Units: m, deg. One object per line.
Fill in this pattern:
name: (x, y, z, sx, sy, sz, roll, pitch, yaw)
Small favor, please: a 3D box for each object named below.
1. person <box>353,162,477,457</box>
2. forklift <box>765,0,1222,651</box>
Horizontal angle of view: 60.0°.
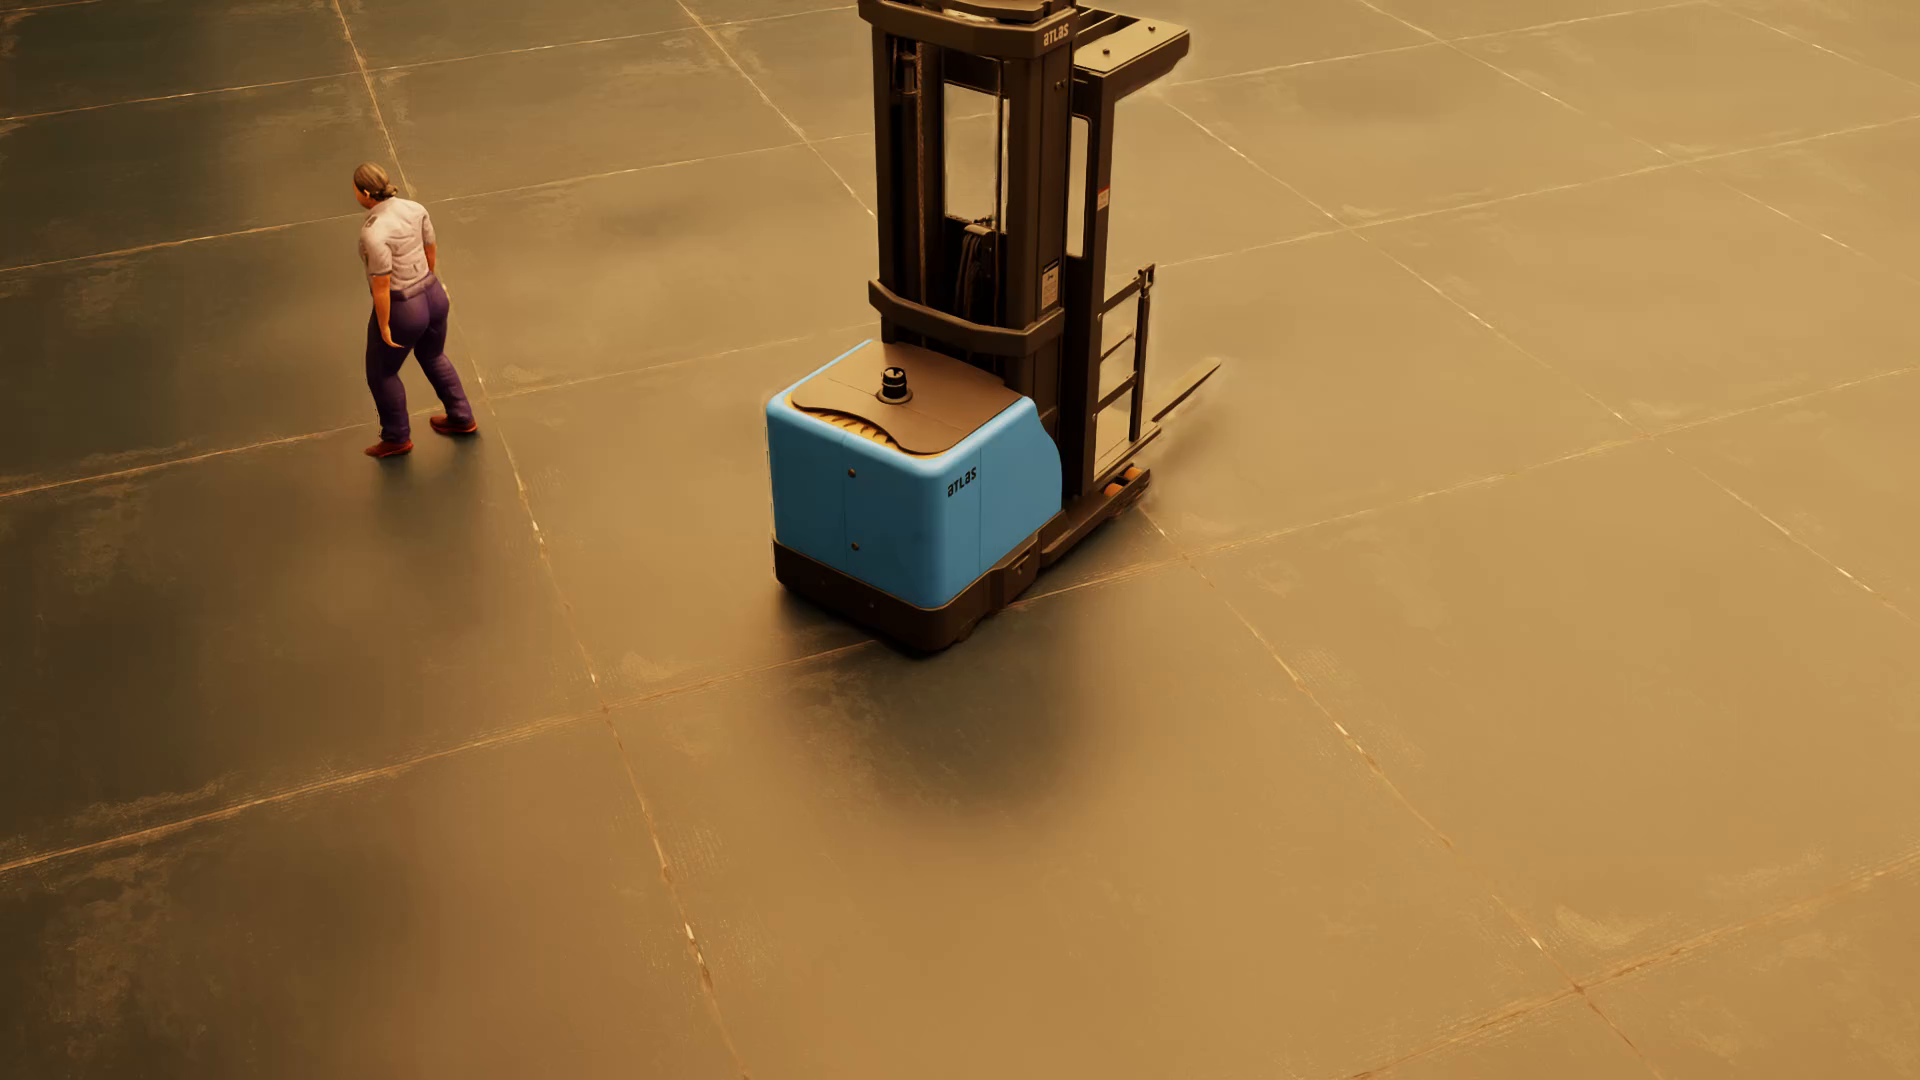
person: (-3.036, -1.244, 9.000, 0.492, 1.678, 0.581, 12, 37, 17)
forklift: (0.363, -1.479, 8.179, 1.130, 2.935, 3.031, 23, 42, 29)
